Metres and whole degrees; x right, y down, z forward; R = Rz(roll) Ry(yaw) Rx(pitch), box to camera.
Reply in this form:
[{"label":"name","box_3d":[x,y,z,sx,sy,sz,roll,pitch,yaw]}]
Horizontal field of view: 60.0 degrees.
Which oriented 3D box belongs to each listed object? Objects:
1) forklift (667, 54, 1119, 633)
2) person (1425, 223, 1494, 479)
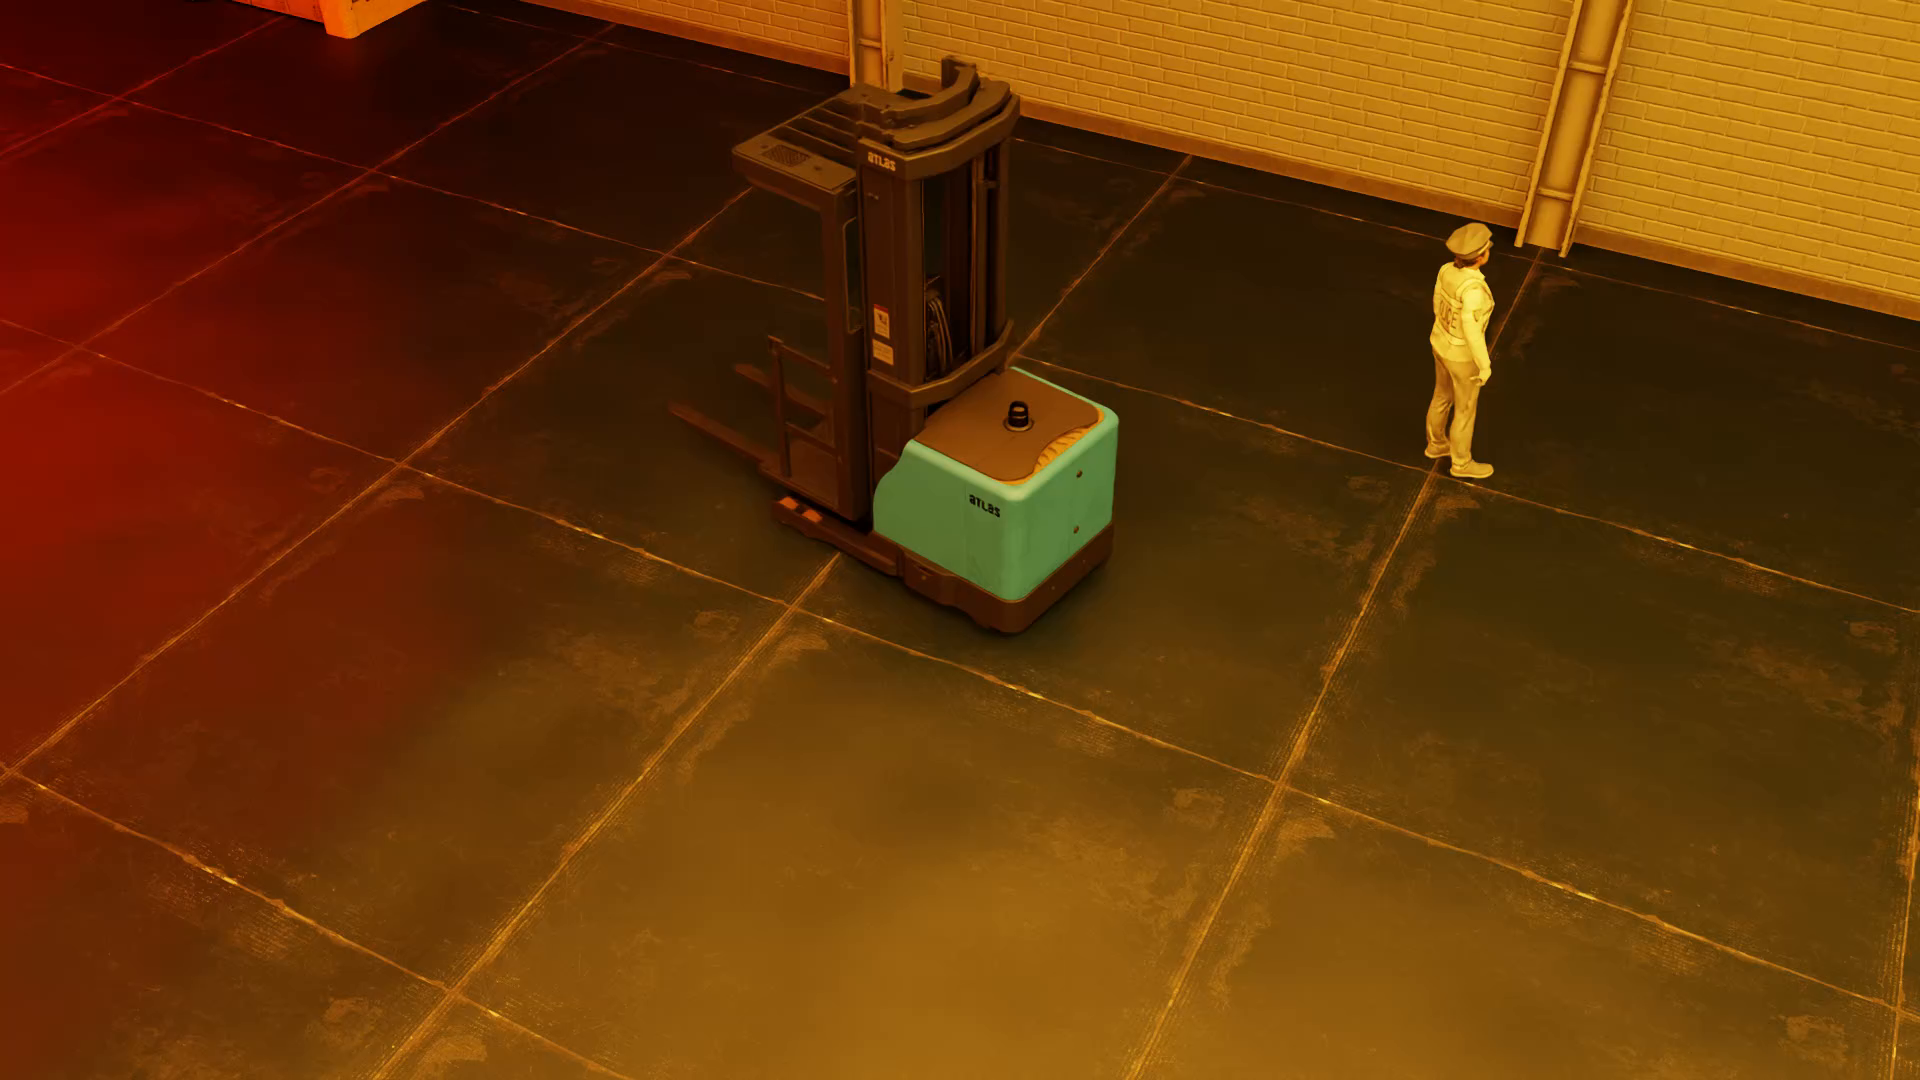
[{"label":"forklift","box_3d":[-0.544,-1.379,9.624,3.031,2.935,1.130,27,47,29]},{"label":"person","box_3d":[3.158,-1.188,10.358,0.504,1.704,0.574,-8,41,-10]}]
